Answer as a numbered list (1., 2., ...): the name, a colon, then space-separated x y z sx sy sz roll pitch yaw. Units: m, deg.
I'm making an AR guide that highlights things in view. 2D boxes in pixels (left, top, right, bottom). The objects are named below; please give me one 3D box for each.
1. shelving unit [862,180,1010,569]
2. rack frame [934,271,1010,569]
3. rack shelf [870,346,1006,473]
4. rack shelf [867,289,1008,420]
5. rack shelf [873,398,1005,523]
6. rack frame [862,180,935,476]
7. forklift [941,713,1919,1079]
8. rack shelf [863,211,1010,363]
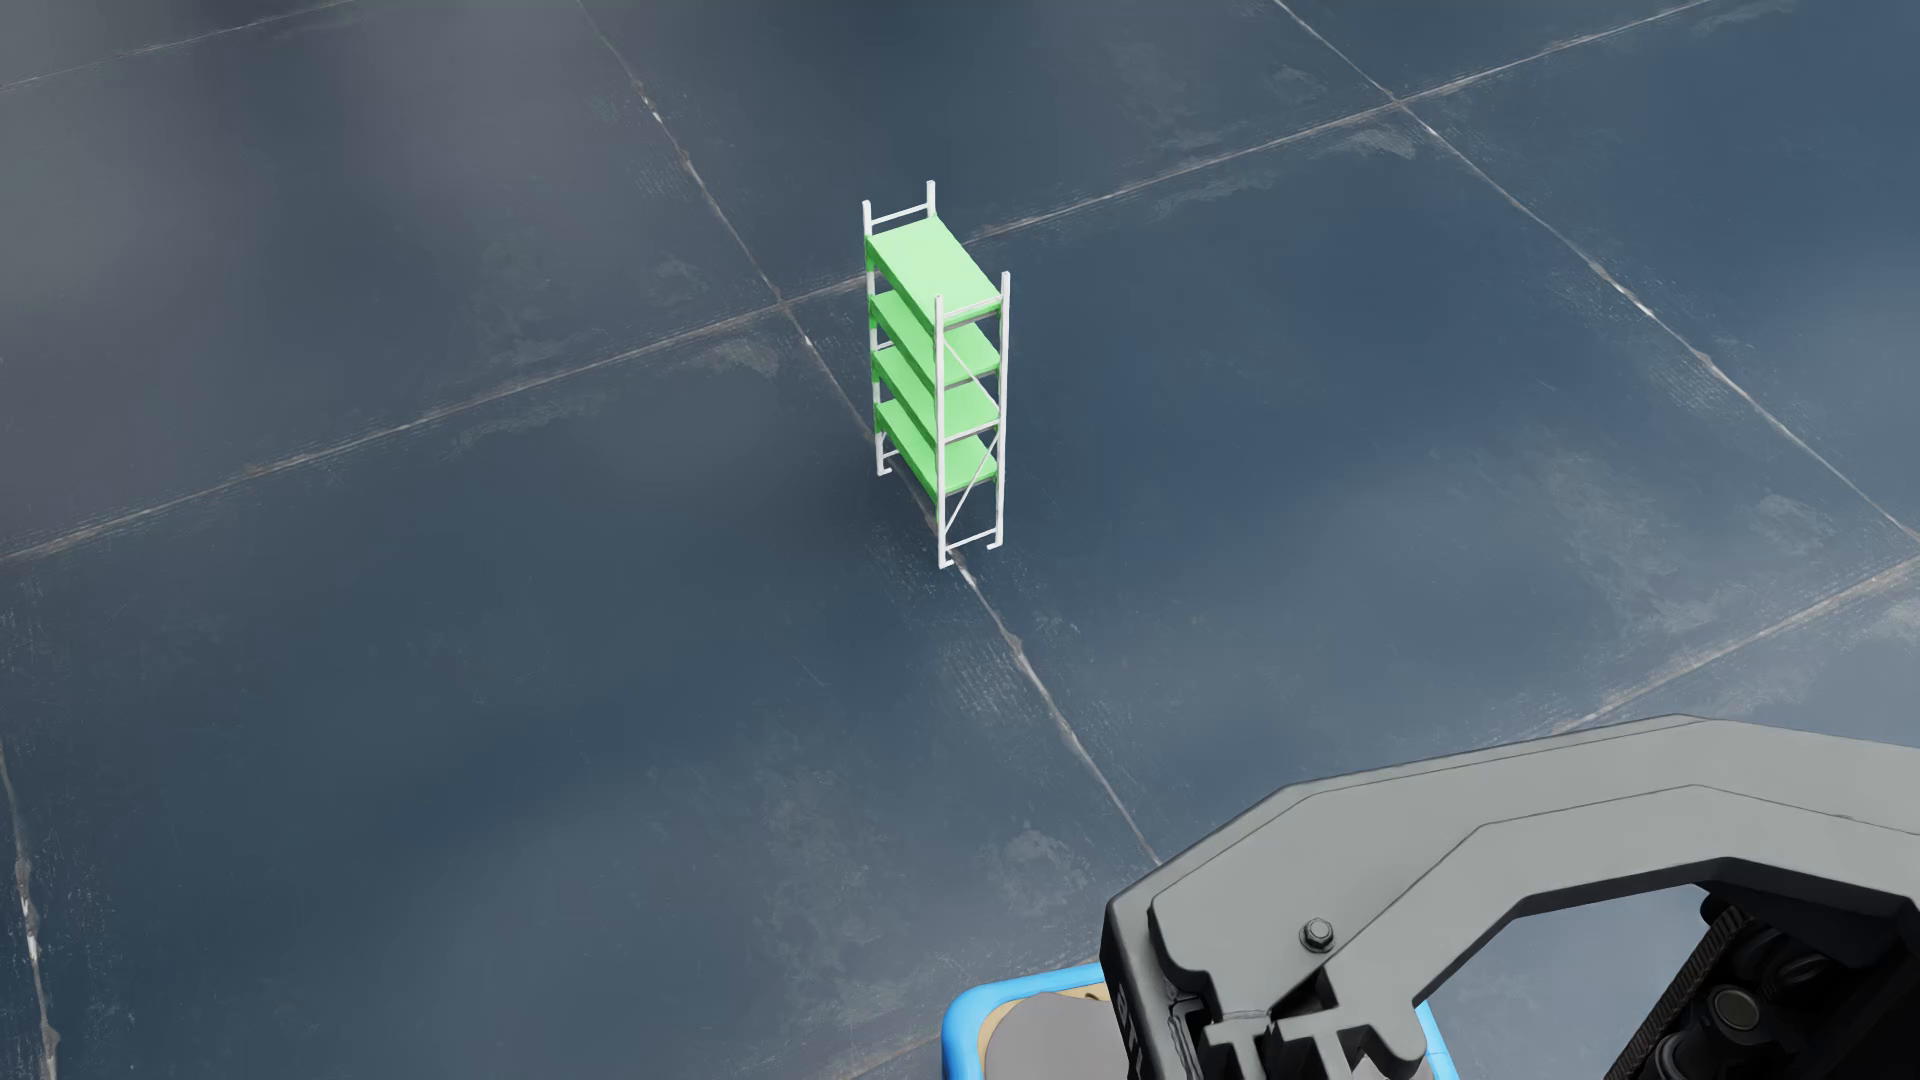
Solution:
1. shelving unit: -0.076 -0.506 5.395 0.258 1.200 0.503 -21 52 -18
2. rack frame: 0.036 -0.342 5.252 0.240 1.200 0.015 -21 52 -18
3. rack shelf: -0.076 -0.464 5.443 0.258 0.148 0.480 -21 52 -18
4. rack shelf: -0.076 -0.622 5.263 0.258 0.148 0.480 -21 52 -18
5. rack shelf: -0.076 -0.306 5.624 0.258 0.148 0.480 -21 52 -18
6. rack frame: -0.187 -0.669 5.538 0.240 1.200 0.015 -21 52 -18
7. forklift: 0.752 1.708 2.309 1.130 2.935 3.031 -9 49 -8
8. rack shelf: -0.076 -0.780 5.082 0.258 0.148 0.480 -21 52 -18
